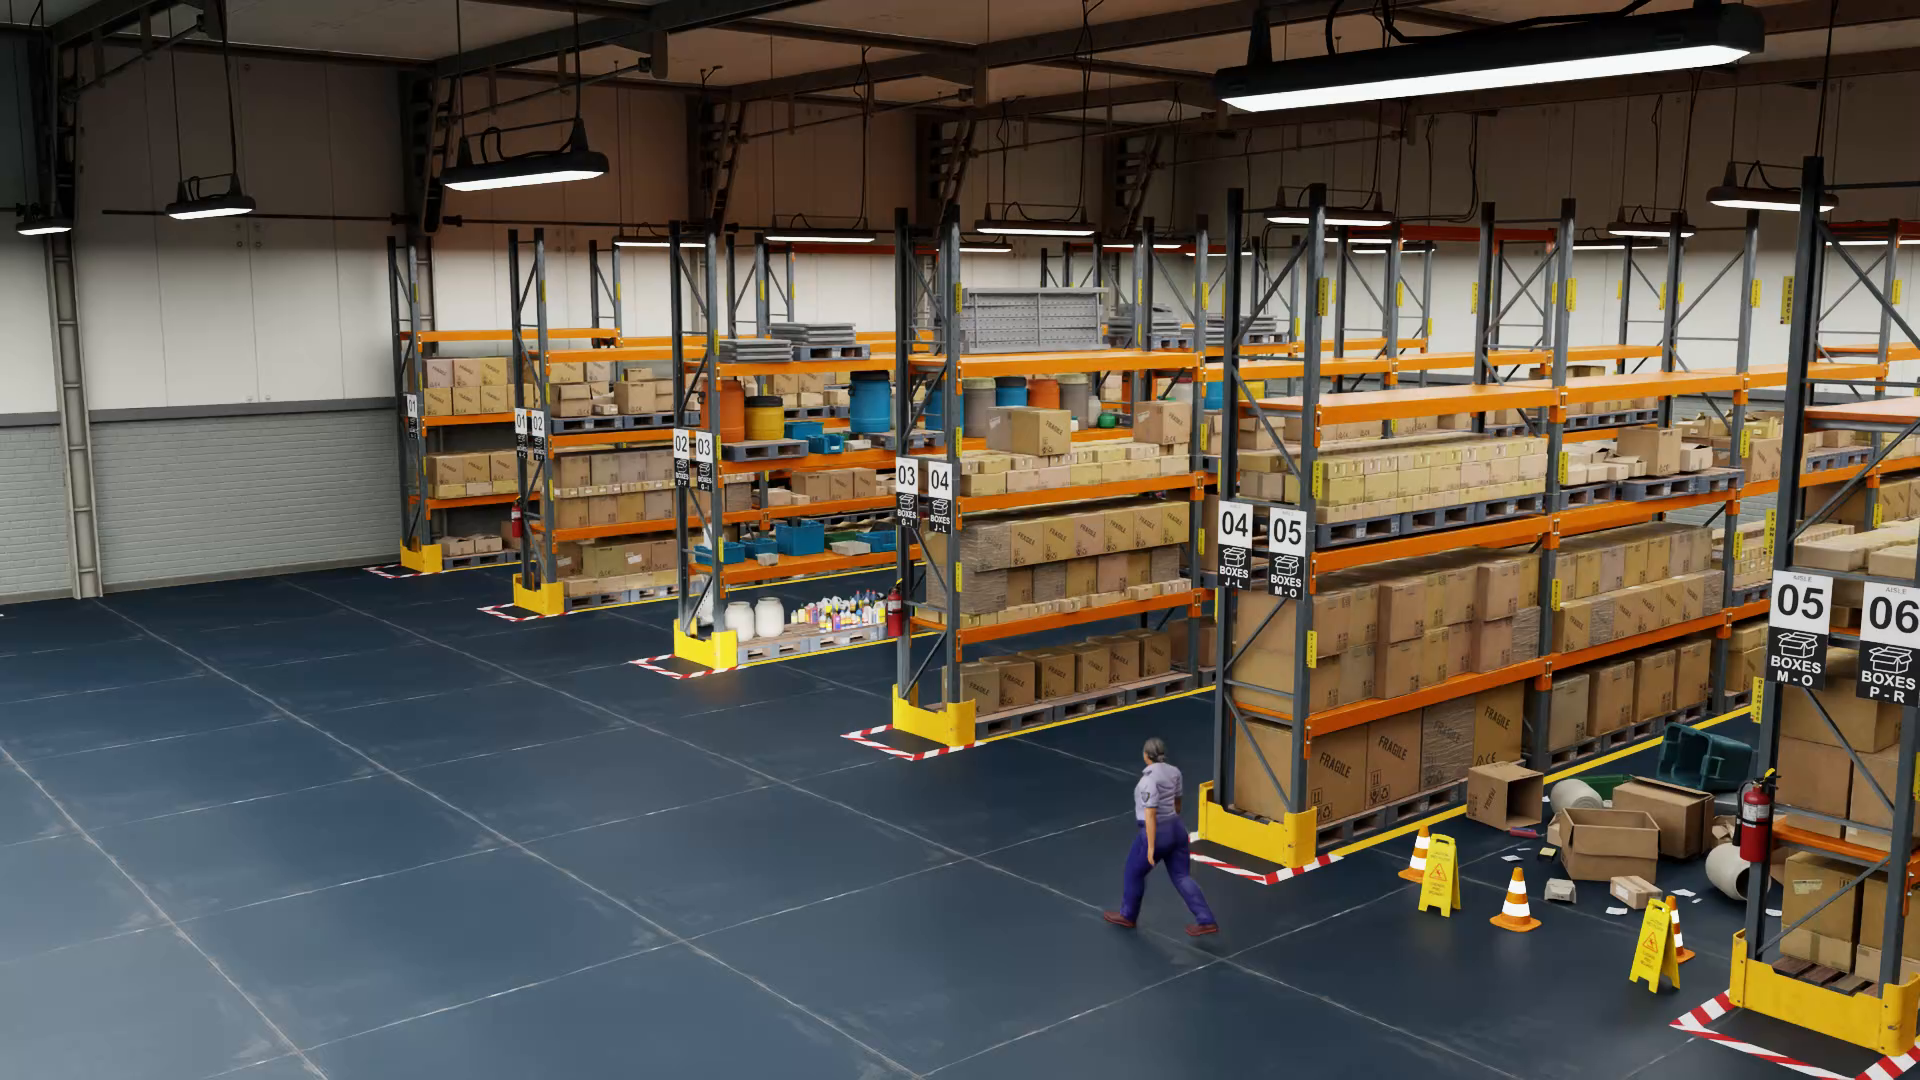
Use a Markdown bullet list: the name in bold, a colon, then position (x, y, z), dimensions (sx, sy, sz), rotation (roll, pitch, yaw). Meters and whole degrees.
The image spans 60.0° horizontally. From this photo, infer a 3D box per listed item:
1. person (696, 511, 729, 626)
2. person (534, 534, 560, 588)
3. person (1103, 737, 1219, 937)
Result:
- **person**: position (-3.795, 0.421, 25.209), dimensions (0.572, 1.769, 0.627), rotation (-5, 10, -29)
- **person**: position (-7.023, 0.001, 28.307), dimensions (0.572, 1.723, 0.791), rotation (7, 11, 37)
- **person**: position (1.615, 2.357, 13.220), dimensions (1.014, 1.595, 0.517), rotation (8, 12, 43)
